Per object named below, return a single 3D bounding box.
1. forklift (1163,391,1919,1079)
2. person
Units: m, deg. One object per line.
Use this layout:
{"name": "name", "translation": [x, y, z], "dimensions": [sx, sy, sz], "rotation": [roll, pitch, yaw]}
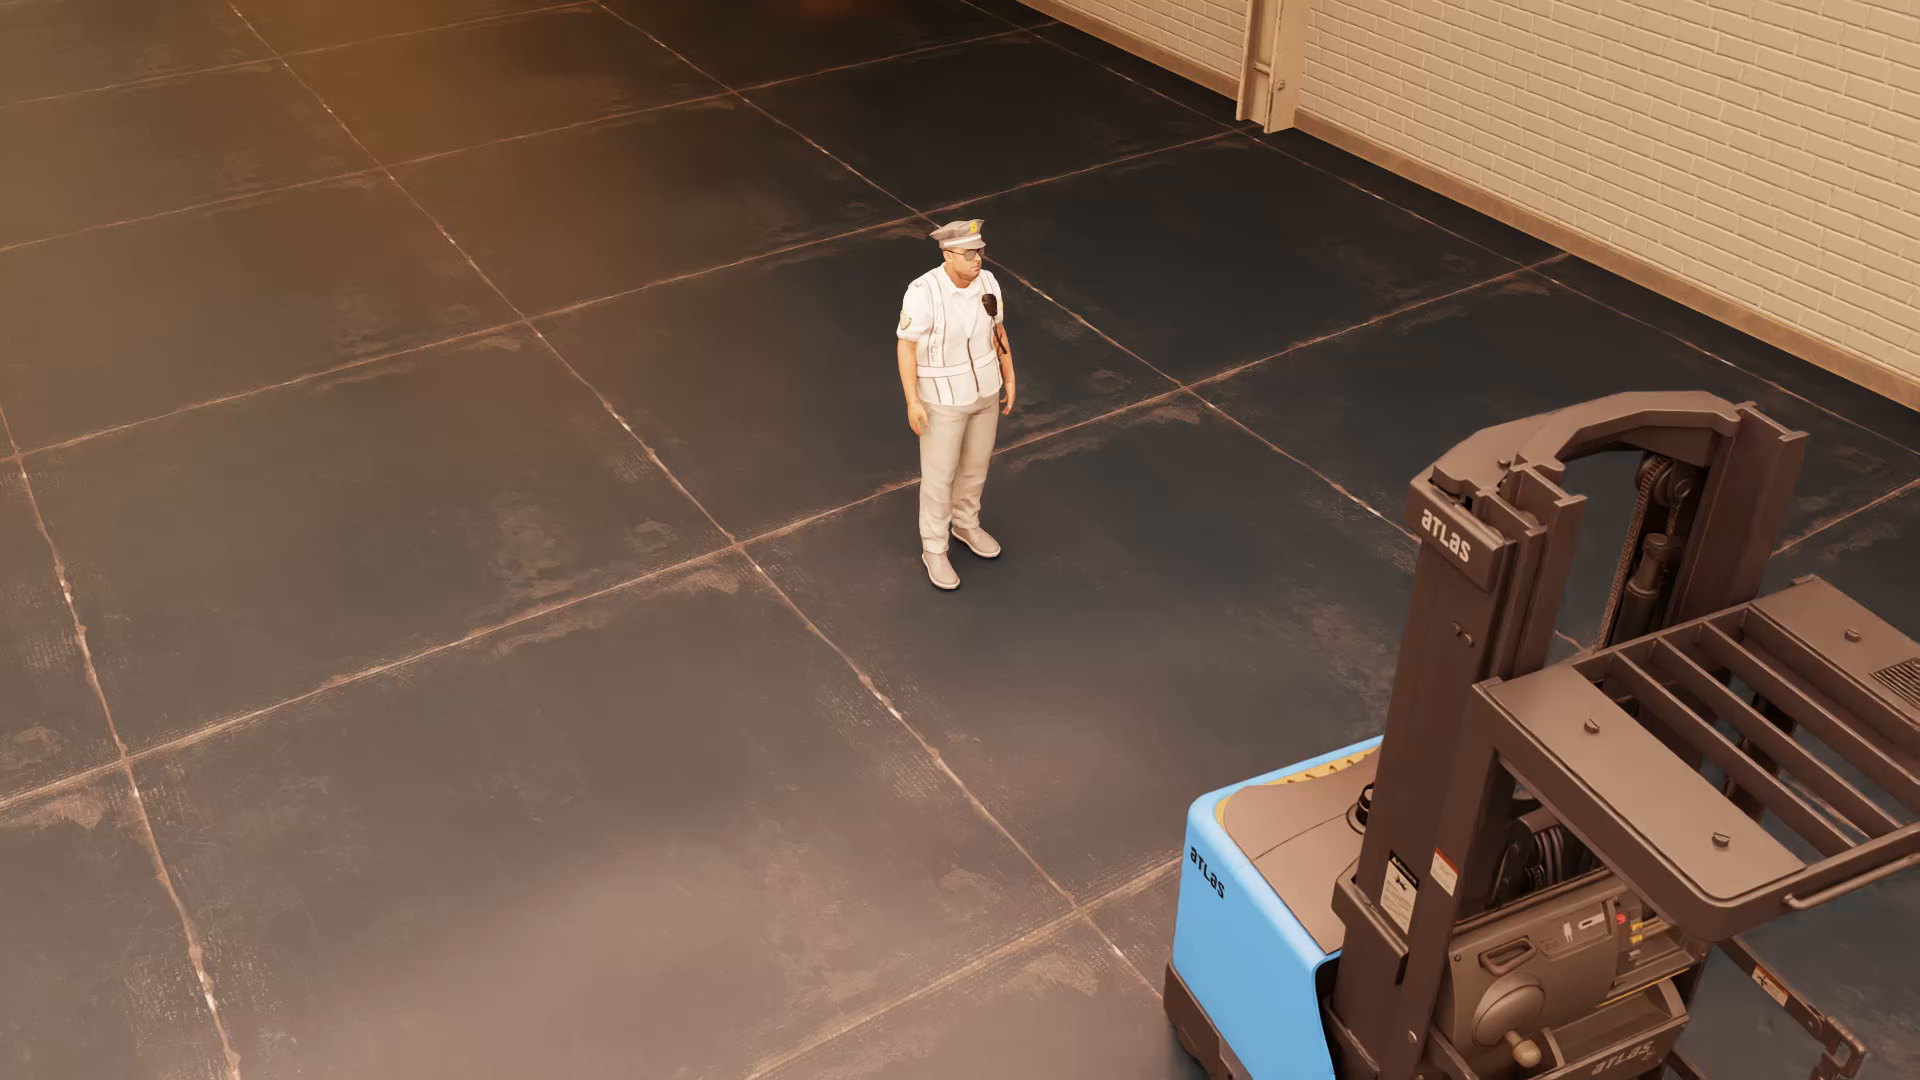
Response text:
{"name": "forklift", "translation": [1.815, 1.210, 4.425], "dimensions": [1.130, 2.935, 3.031], "rotation": [-14, 38, -20]}
{"name": "person", "translation": [0.032, -0.694, 8.122], "dimensions": [0.640, 1.781, 0.575], "rotation": [-21, 40, -27]}
